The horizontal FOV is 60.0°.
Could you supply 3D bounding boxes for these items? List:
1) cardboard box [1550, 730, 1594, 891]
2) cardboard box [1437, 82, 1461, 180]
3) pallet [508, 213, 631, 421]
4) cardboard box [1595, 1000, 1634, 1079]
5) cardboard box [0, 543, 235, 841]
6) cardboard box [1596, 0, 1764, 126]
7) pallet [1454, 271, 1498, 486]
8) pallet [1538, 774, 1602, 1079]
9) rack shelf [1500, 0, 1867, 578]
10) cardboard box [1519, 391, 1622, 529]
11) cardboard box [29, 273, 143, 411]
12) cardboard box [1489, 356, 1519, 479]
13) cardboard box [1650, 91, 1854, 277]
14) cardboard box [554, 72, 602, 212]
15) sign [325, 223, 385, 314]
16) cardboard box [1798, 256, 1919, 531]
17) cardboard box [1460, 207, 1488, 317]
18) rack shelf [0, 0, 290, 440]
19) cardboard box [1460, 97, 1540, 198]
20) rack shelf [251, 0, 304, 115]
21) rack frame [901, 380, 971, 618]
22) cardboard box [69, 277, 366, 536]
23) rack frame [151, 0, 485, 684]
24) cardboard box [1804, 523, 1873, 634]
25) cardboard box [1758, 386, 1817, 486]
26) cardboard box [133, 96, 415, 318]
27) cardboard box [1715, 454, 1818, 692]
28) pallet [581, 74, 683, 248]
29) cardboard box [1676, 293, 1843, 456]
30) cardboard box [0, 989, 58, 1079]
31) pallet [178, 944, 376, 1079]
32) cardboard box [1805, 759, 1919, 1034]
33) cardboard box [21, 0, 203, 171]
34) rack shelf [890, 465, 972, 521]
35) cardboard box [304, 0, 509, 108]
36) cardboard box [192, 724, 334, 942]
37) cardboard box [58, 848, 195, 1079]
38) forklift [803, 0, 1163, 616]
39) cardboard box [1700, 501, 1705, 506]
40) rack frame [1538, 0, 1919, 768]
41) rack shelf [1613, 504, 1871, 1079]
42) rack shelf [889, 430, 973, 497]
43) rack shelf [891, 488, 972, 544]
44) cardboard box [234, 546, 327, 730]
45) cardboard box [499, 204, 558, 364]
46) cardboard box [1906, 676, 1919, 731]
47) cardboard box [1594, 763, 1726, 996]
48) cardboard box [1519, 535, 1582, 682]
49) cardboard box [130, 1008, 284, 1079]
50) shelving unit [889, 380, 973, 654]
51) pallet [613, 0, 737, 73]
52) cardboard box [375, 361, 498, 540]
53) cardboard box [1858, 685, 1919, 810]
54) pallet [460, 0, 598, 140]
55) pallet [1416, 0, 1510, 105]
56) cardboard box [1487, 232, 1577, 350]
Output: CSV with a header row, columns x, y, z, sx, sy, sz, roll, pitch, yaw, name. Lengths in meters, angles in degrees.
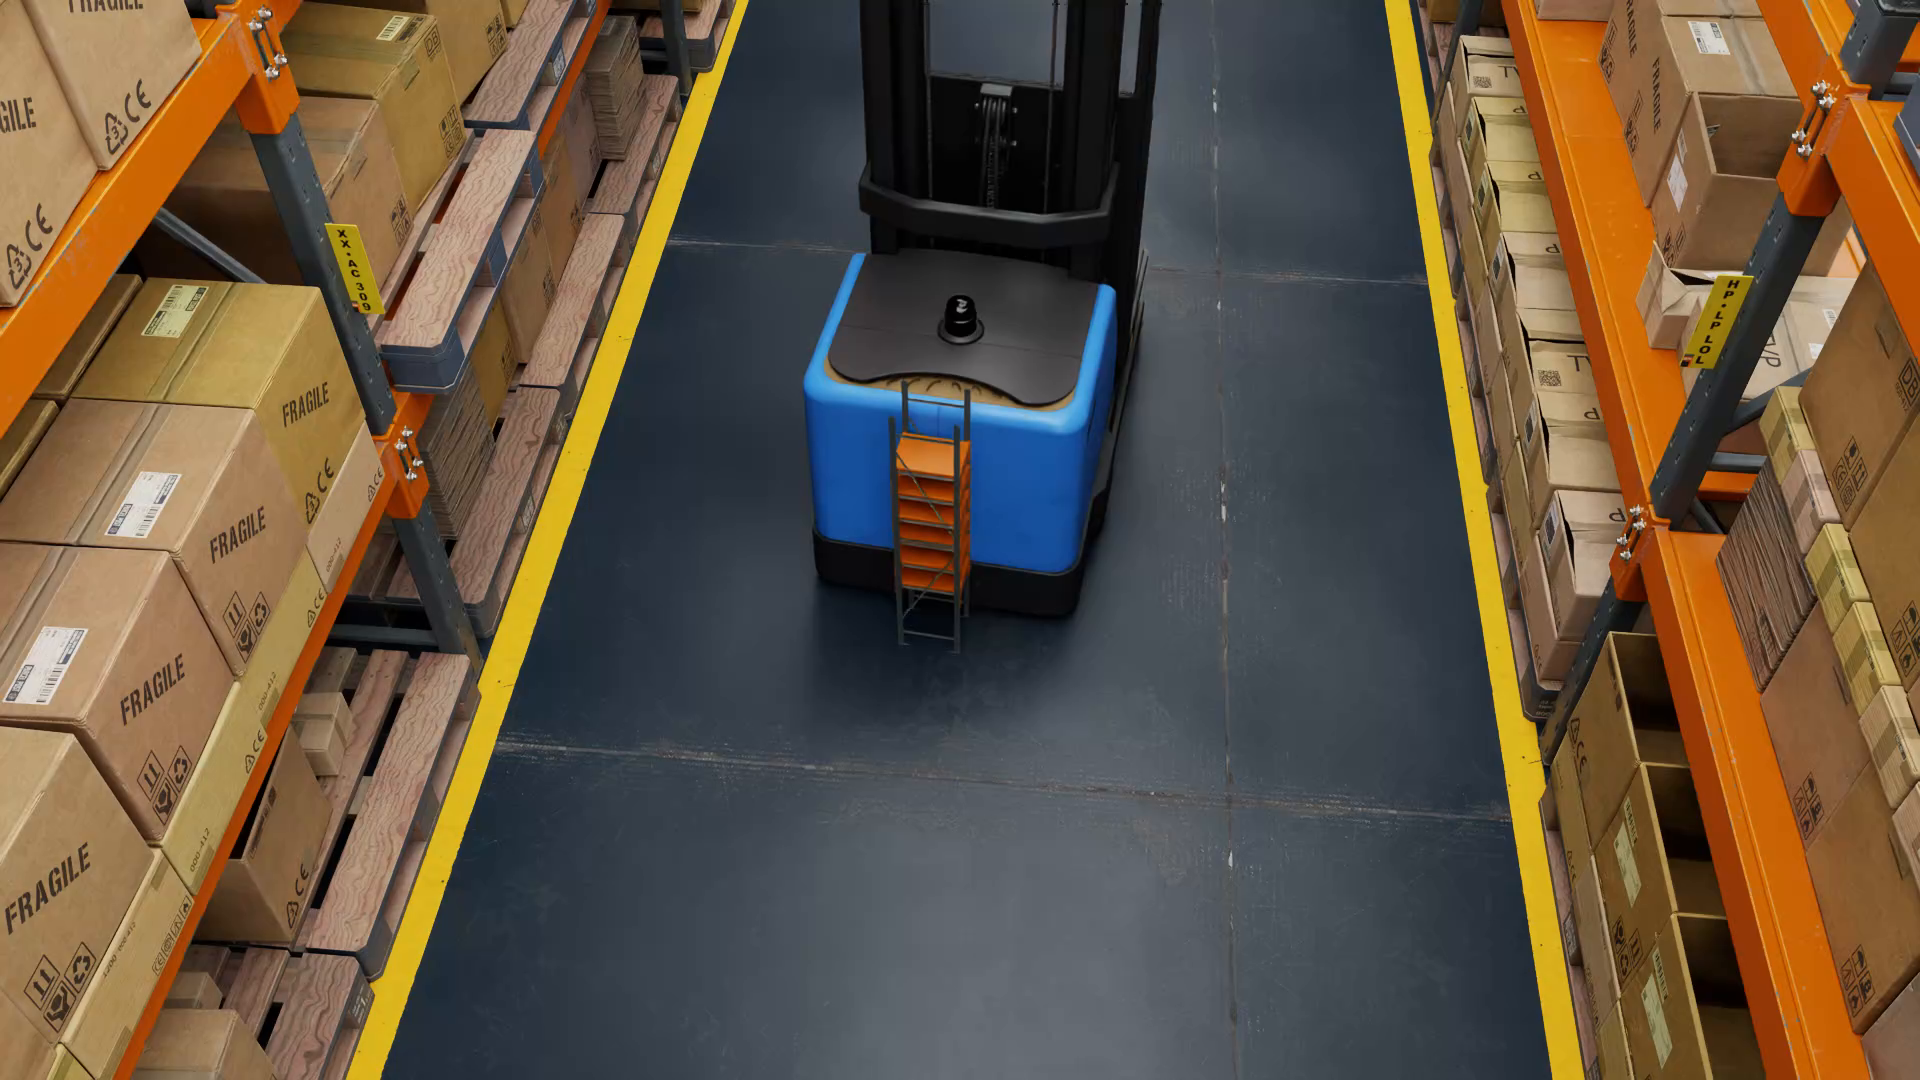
x,y,z,sx,sy,sz,roll,pitch,yaw,name
2.271,0.905,5.494,0.500,0.250,0.500,4,48,4,cardboard box
2.639,-1.990,8.142,0.500,0.250,0.500,4,48,3,cardboard box
-2.140,-1.062,7.604,1.003,0.211,1.213,4,48,4,pallet
2.170,1.639,4.823,0.500,0.250,0.500,4,48,4,cardboard box
-2.150,0.364,3.991,0.500,0.500,0.500,3,48,2,cardboard box
2.843,-1.941,6.450,0.500,0.500,0.500,2,48,1,cardboard box
2.752,-0.703,7.276,1.003,0.211,1.213,4,48,4,pallet
2.501,1.321,5.425,1.003,0.211,1.213,4,48,4,pallet
2.797,-1.428,6.537,1.077,0.370,4.000,4,48,4,rack shelf
2.408,-0.304,6.220,0.500,0.311,0.500,5,48,5,cardboard box
-2.569,-0.410,4.698,0.500,0.500,0.500,3,48,3,cardboard box
2.458,-0.487,6.767,0.500,0.250,0.500,5,48,4,cardboard box
2.749,-1.186,5.760,0.500,0.500,0.500,7,48,6,cardboard box
-2.130,-1.873,7.852,0.700,0.500,0.500,4,48,3,cardboard box
-1.777,-0.793,4.882,0.100,0.325,0.005,4,48,4,sign
2.581,-0.347,4.113,0.700,0.500,0.500,4,48,4,cardboard box
2.553,-1.238,7.454,0.500,0.250,0.500,3,48,2,cardboard box
-2.501,0.168,3.044,1.077,0.370,4.000,4,48,4,rack shelf
2.600,-1.792,7.581,0.500,0.311,0.500,3,48,3,cardboard box
-2.136,-2.771,5.732,1.077,0.370,4.000,4,48,4,rack shelf
-0.082,-0.119,6.072,0.240,1.200,0.006,9,48,8,rack frame
-2.053,-0.373,4.664,0.500,0.500,0.500,4,48,3,cardboard box
-2.318,-0.532,5.230,1.000,3.000,0.127,4,48,4,rack frame
2.353,0.104,4.140,0.380,0.149,0.250,3,48,3,cardboard box
2.398,-0.270,4.483,0.380,0.149,0.250,4,48,3,cardboard box
-2.238,-1.086,5.370,0.700,0.500,0.500,4,48,4,cardboard box
2.581,0.091,4.592,0.700,0.500,0.500,3,48,3,cardboard box
-2.026,-1.956,8.422,1.003,0.211,1.213,4,48,4,pallet
2.616,-0.516,5.316,0.500,0.250,0.500,7,48,6,cardboard box
-2.232,1.126,3.293,0.500,0.500,0.500,2,48,2,cardboard box
-2.453,1.804,4.983,1.003,0.211,1.213,4,48,4,pallet
2.490,0.848,3.900,0.700,0.500,0.500,5,48,4,cardboard box
-2.118,-1.195,3.722,0.500,0.500,0.500,5,48,5,cardboard box
-0.100,-0.185,5.867,0.258,0.103,0.180,9,48,8,rack shelf
-2.151,-1.982,6.190,0.700,0.500,0.500,10,48,9,cardboard box
-2.373,0.929,5.290,0.500,0.500,0.500,1,48,1,cardboard box
-2.188,0.986,3.929,0.500,0.250,0.500,4,48,4,cardboard box
0.227,-1.804,6.440,1.130,2.935,3.031,9,48,8,forklift
2.952,-0.259,6.179,0.500,0.311,0.500,3,48,3,cardboard box
2.615,-0.202,4.928,1.000,3.000,0.127,4,48,4,rack frame
2.433,1.511,3.849,1.077,0.370,4.000,4,48,4,rack shelf
-0.100,-0.266,5.779,0.258,0.103,0.180,9,48,8,rack shelf
-0.101,-0.104,5.956,0.258,0.103,0.180,9,48,8,rack shelf
-2.113,0.246,4.606,0.500,0.250,0.500,4,48,4,cardboard box
-2.184,-1.134,7.176,0.700,0.500,0.500,4,48,4,cardboard box
2.490,0.393,3.437,0.700,0.500,0.500,4,48,4,cardboard box
2.223,1.019,4.882,0.500,0.500,0.500,4,48,4,cardboard box
2.364,0.260,6.084,0.500,0.250,0.500,3,48,3,cardboard box
-2.362,1.646,4.634,0.700,0.500,0.500,1,48,1,cardboard box
-0.101,-0.053,6.011,0.258,1.200,0.189,9,48,8,shelving unit
-1.807,-3.104,9.472,1.003,0.211,1.213,4,48,4,pallet
-2.268,-0.379,6.485,0.700,0.500,0.500,5,48,5,cardboard box
2.306,0.481,3.796,0.380,0.149,0.250,2,48,2,cardboard box
-2.093,-1.949,6.656,1.003,0.211,1.213,4,48,4,pallet
3.085,-2.746,9.144,1.003,0.211,1.213,4,48,4,pallet
2.505,-1.040,6.893,0.500,0.311,0.500,3,48,3,cardboard box
